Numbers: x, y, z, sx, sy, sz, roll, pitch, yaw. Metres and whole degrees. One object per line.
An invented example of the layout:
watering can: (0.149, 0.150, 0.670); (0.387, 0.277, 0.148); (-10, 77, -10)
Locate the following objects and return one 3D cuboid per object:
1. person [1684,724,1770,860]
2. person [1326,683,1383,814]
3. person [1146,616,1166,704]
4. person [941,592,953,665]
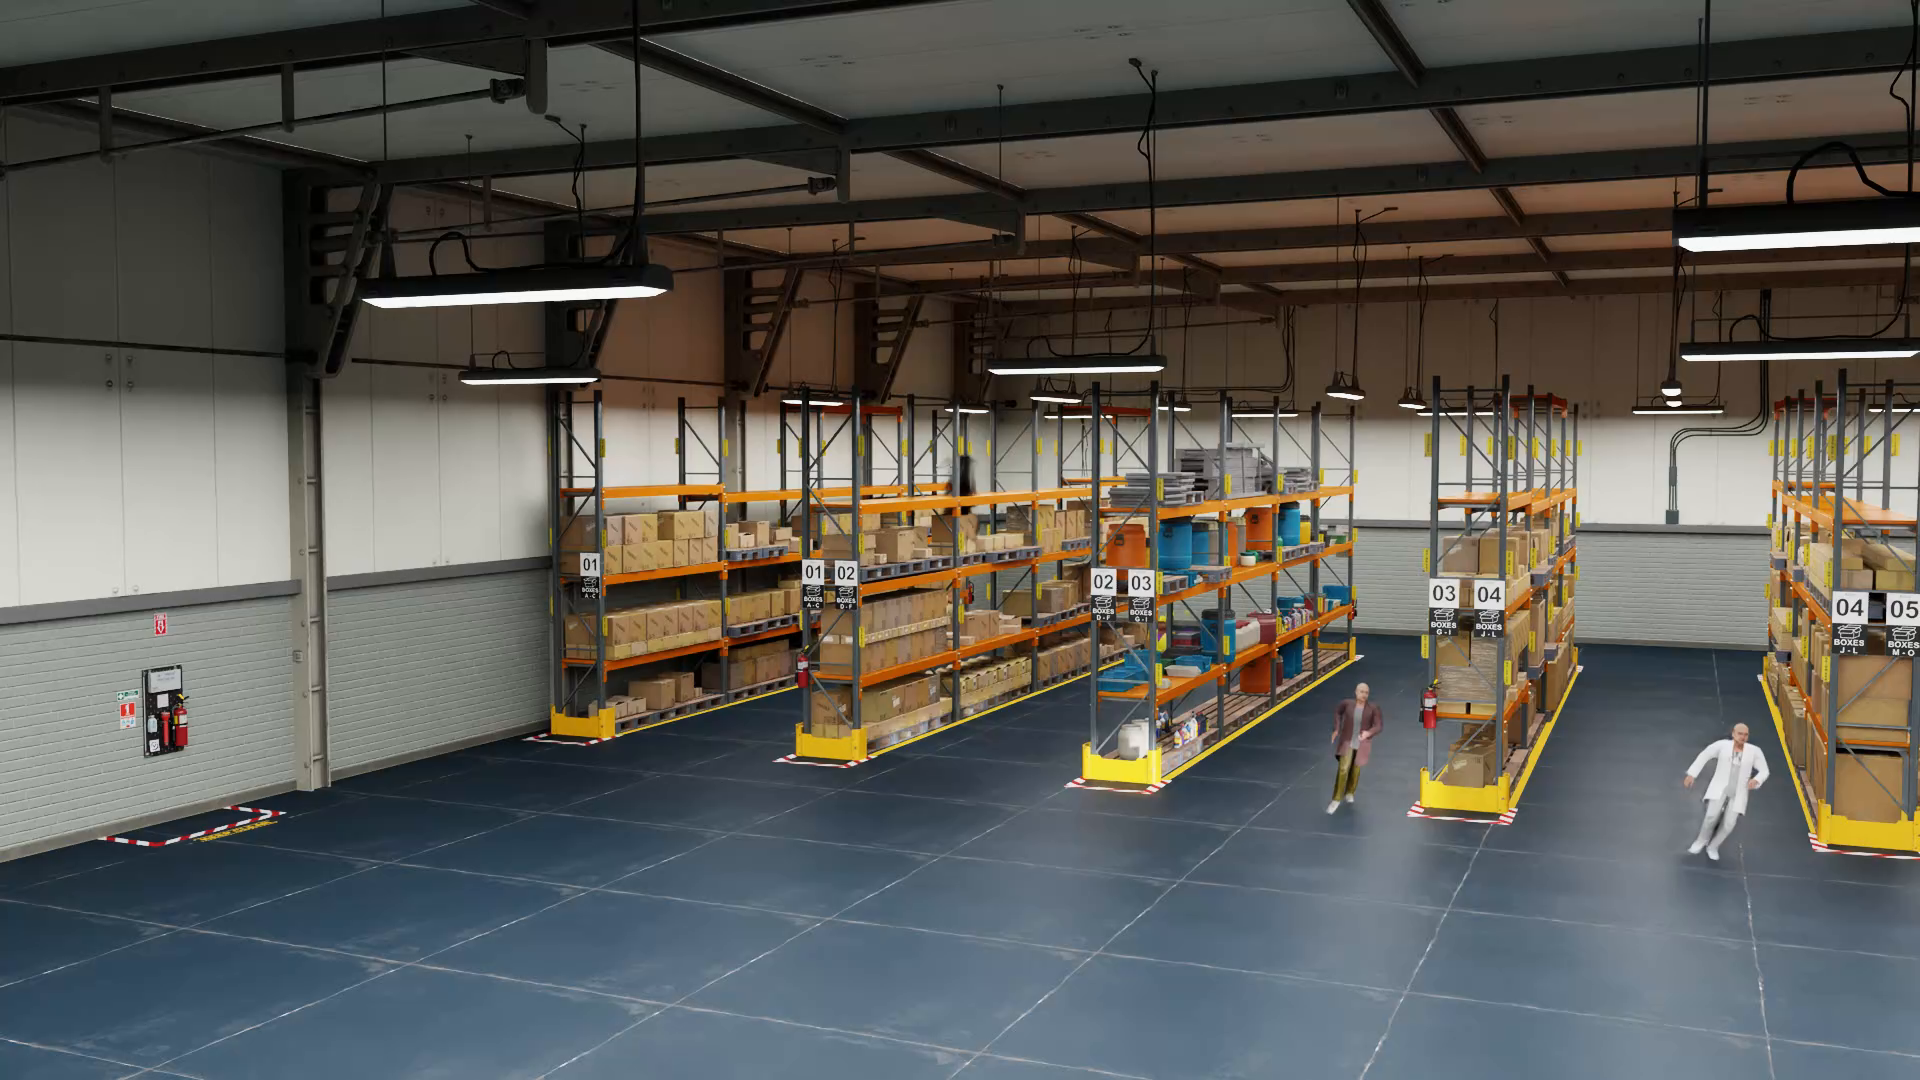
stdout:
person: (9.321, 3.071, 20.169); (0.899, 1.703, 0.701); (1, 3, 13)
person: (5.441, 2.836, 22.904); (0.746, 1.758, 0.915); (1, 3, 13)
person: (3.876, 2.334, 32.279); (0.679, 1.721, 0.653); (1, 3, 20)
person: (-0.348, 2.046, 38.421); (0.558, 1.688, 0.688); (1, 3, 13)
